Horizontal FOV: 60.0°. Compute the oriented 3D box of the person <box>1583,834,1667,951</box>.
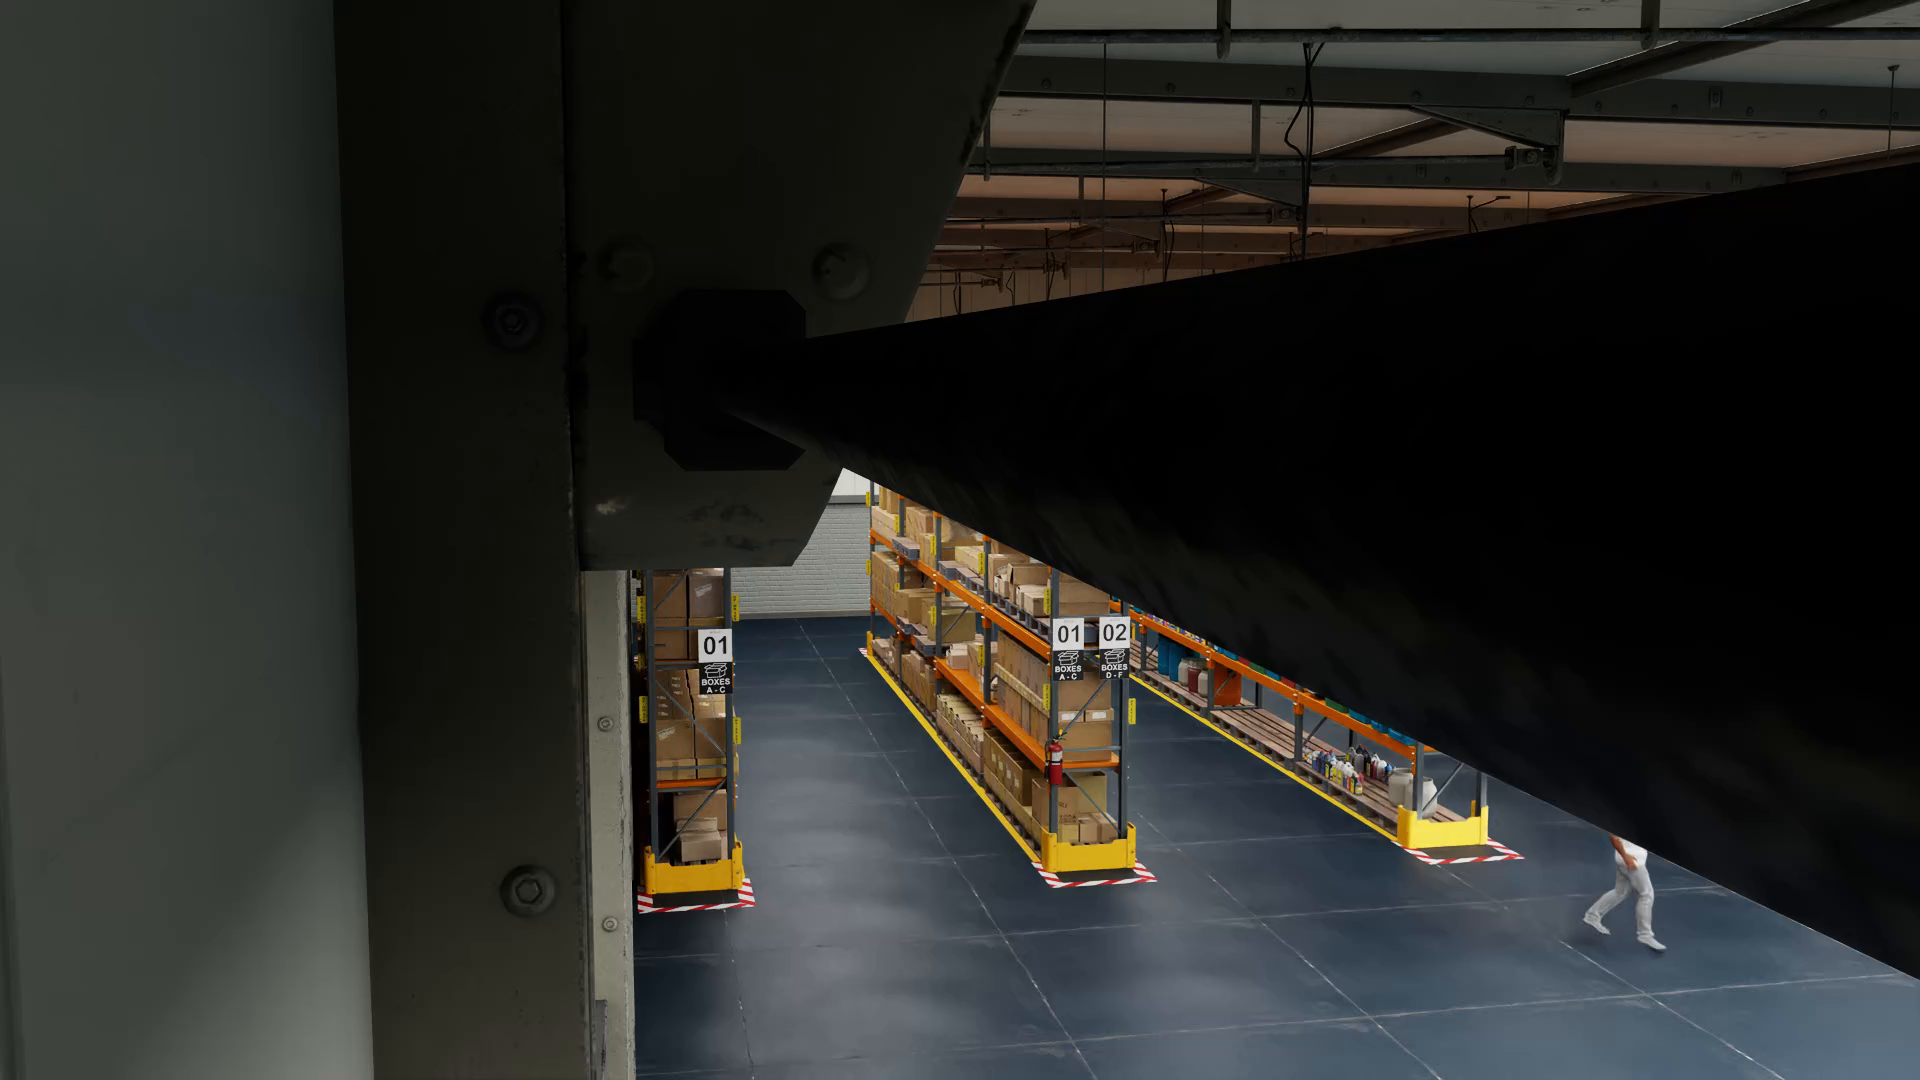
[{"bbox_3d":[7.314,3.543,18.237,0.854,1.799,0.691,2,6,18],"label":"person"}]
